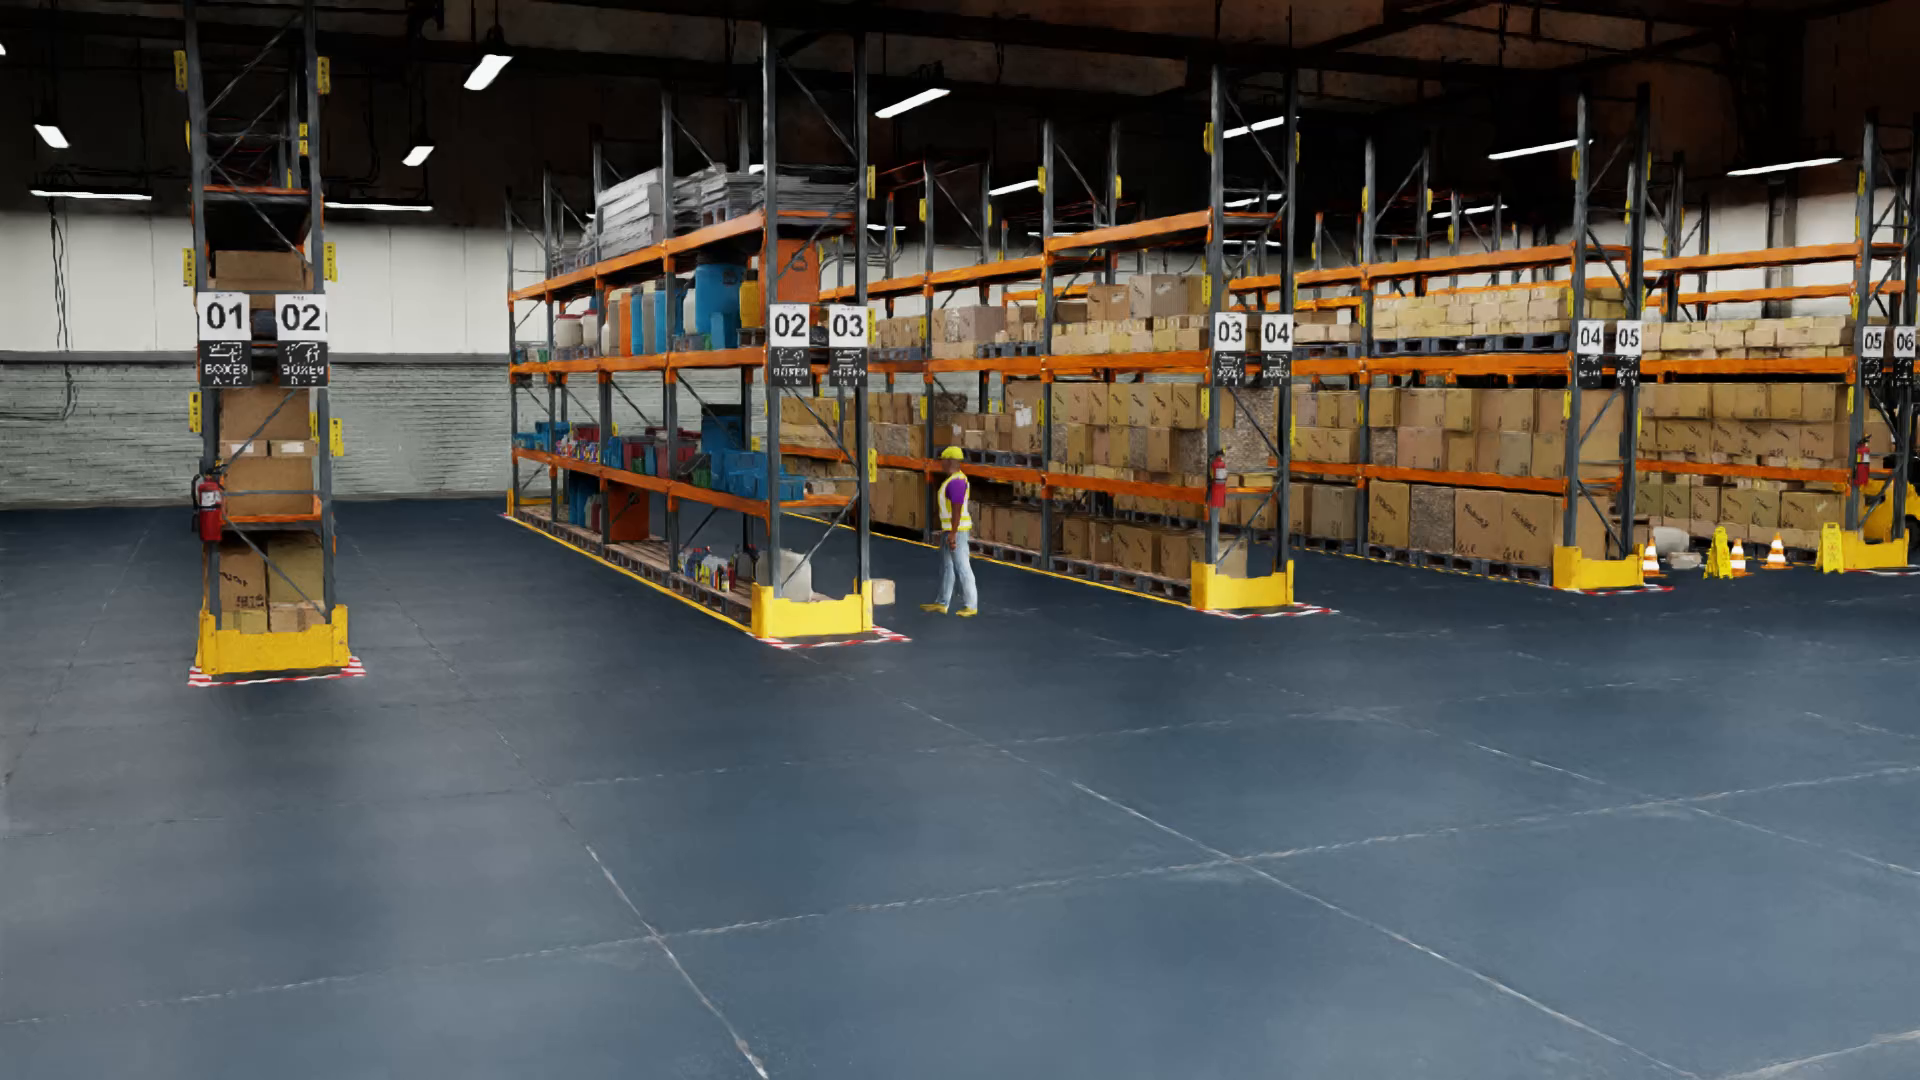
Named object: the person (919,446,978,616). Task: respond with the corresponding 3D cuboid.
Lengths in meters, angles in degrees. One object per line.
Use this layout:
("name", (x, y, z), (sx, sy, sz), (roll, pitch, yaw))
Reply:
("person", (-0.124, -0.101, 17.473), (0.589, 1.764, 0.696), (-1, 5, -10))
